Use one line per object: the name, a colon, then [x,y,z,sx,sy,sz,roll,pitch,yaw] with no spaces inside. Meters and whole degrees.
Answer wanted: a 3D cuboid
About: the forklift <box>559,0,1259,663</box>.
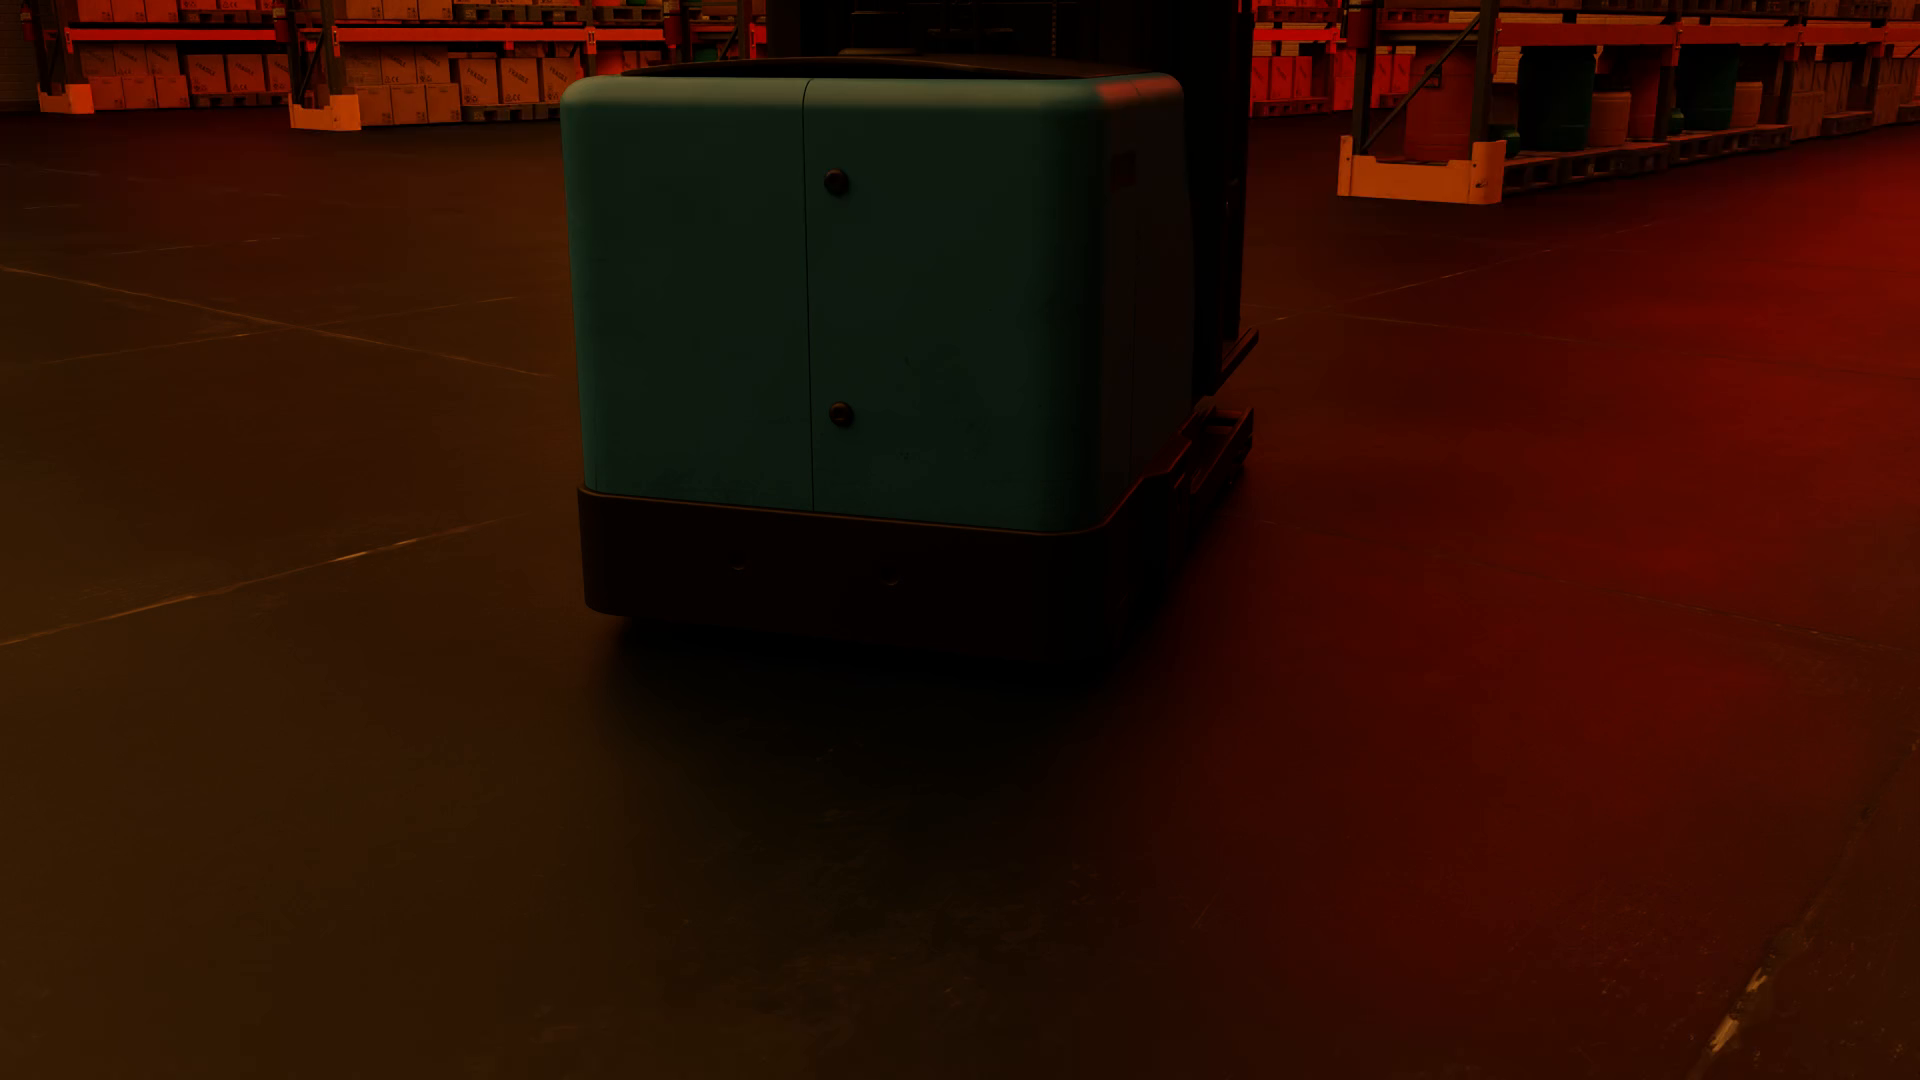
forklift: [0.182,-1.571,4.072,1.130,2.935,3.031,5,18,17]
